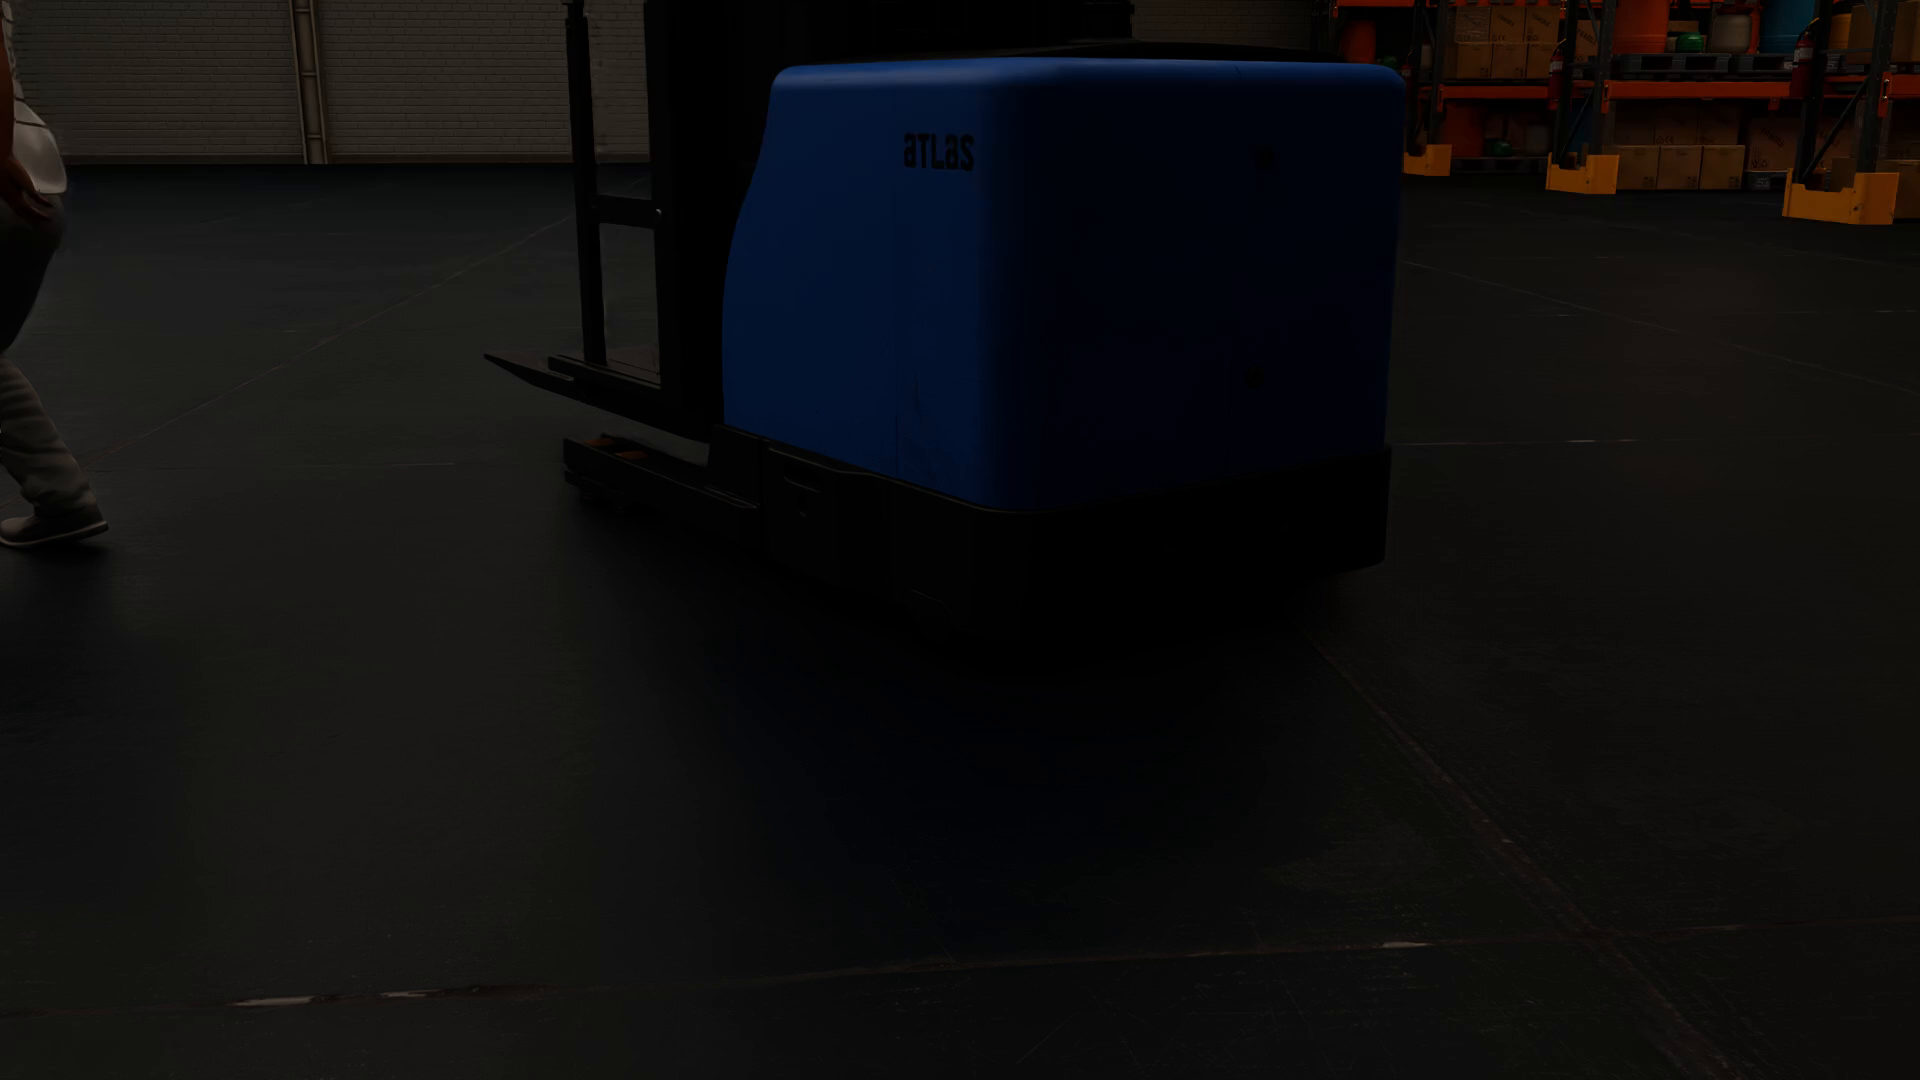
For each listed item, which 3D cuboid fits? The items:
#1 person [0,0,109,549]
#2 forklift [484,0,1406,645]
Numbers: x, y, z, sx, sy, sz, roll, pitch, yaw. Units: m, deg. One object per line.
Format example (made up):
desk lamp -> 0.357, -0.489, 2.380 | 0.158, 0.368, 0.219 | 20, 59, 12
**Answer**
person -> -2.198, -0.714, 3.627 | 0.732, 1.662, 0.576 | 1, 15, 3
forklift -> -0.375, -1.543, 4.038 | 1.130, 2.935, 3.031 | -10, 18, -35
